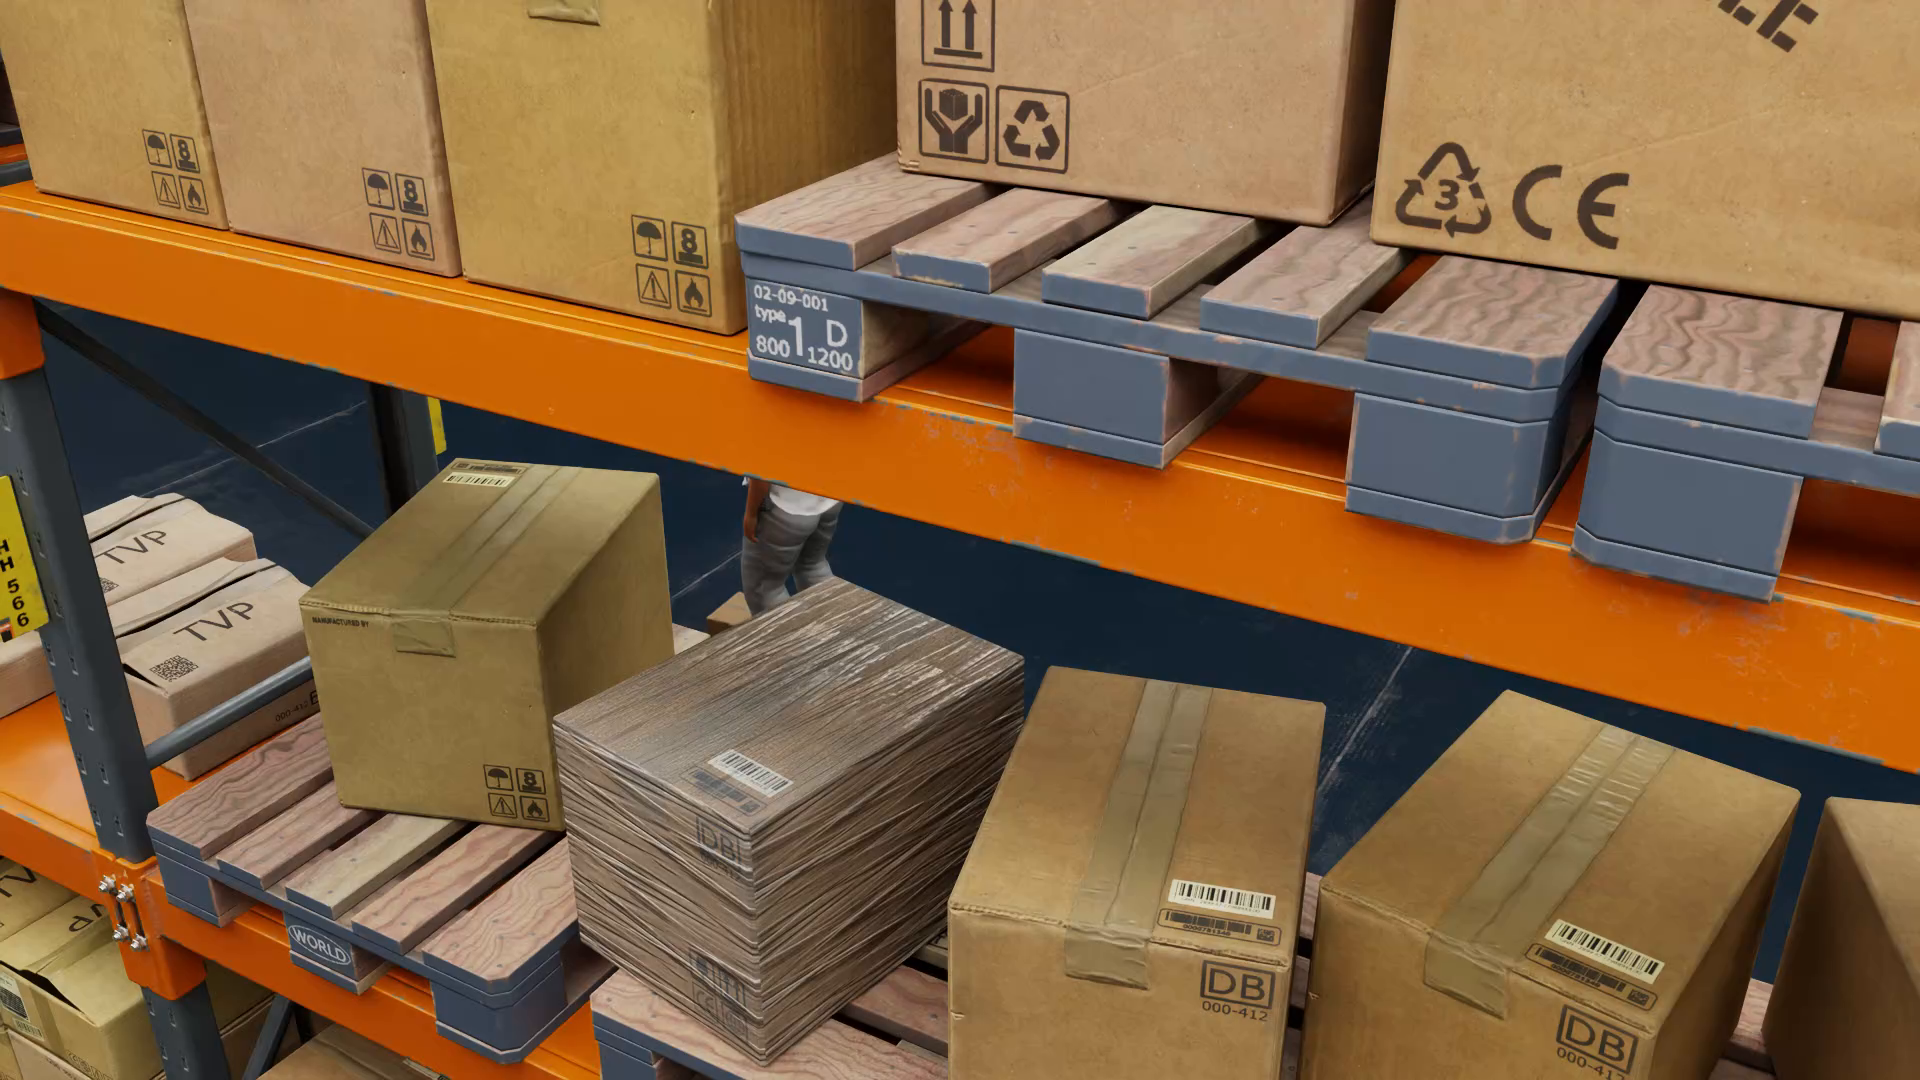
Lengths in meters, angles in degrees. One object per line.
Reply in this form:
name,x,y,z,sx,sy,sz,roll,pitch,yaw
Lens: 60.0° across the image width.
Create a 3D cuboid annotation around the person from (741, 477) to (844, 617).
person,-0.678,-0.186,6.479,0.465,1.665,0.541,13,30,24
